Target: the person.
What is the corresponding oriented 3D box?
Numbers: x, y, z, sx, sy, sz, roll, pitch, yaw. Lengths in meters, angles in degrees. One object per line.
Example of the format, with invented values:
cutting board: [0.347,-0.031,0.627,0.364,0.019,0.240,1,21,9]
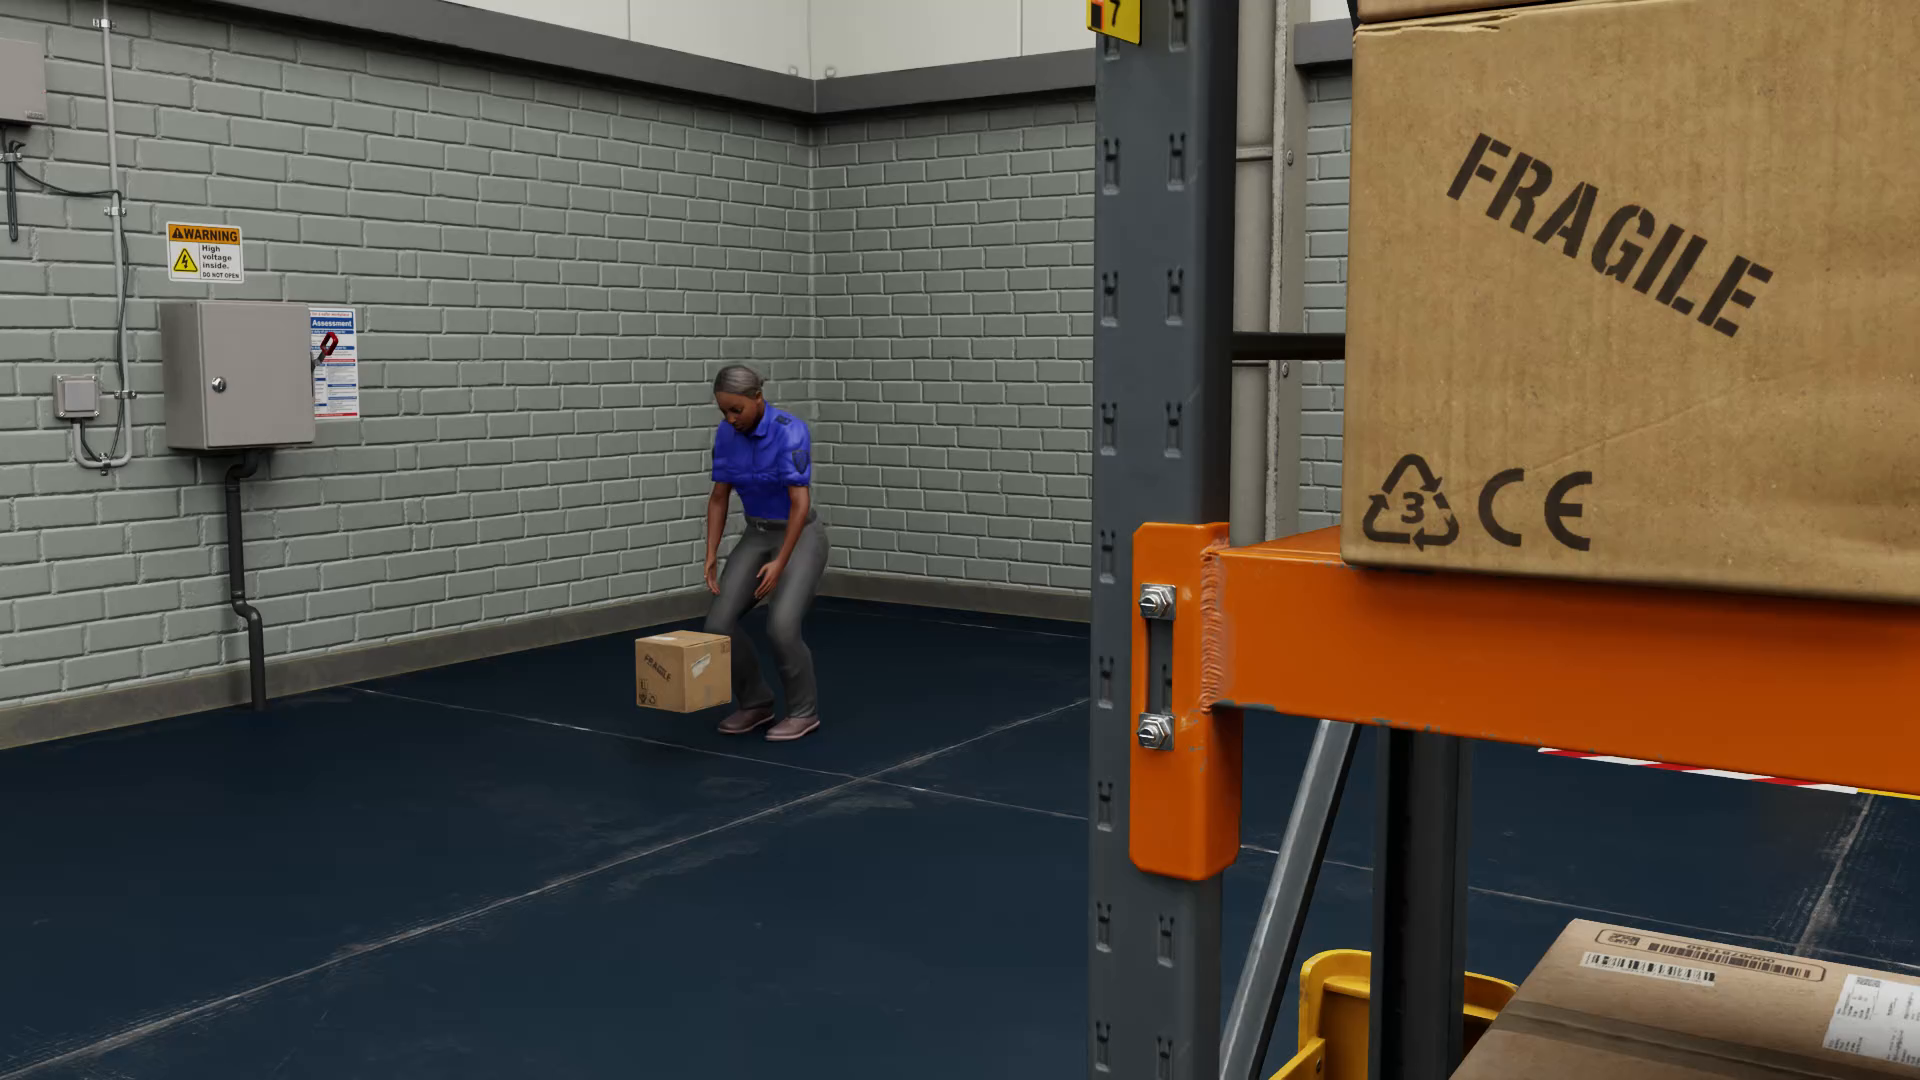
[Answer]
person: [-0.746,0.050,6.508,0.490,1.465,0.556,4,8,34]
